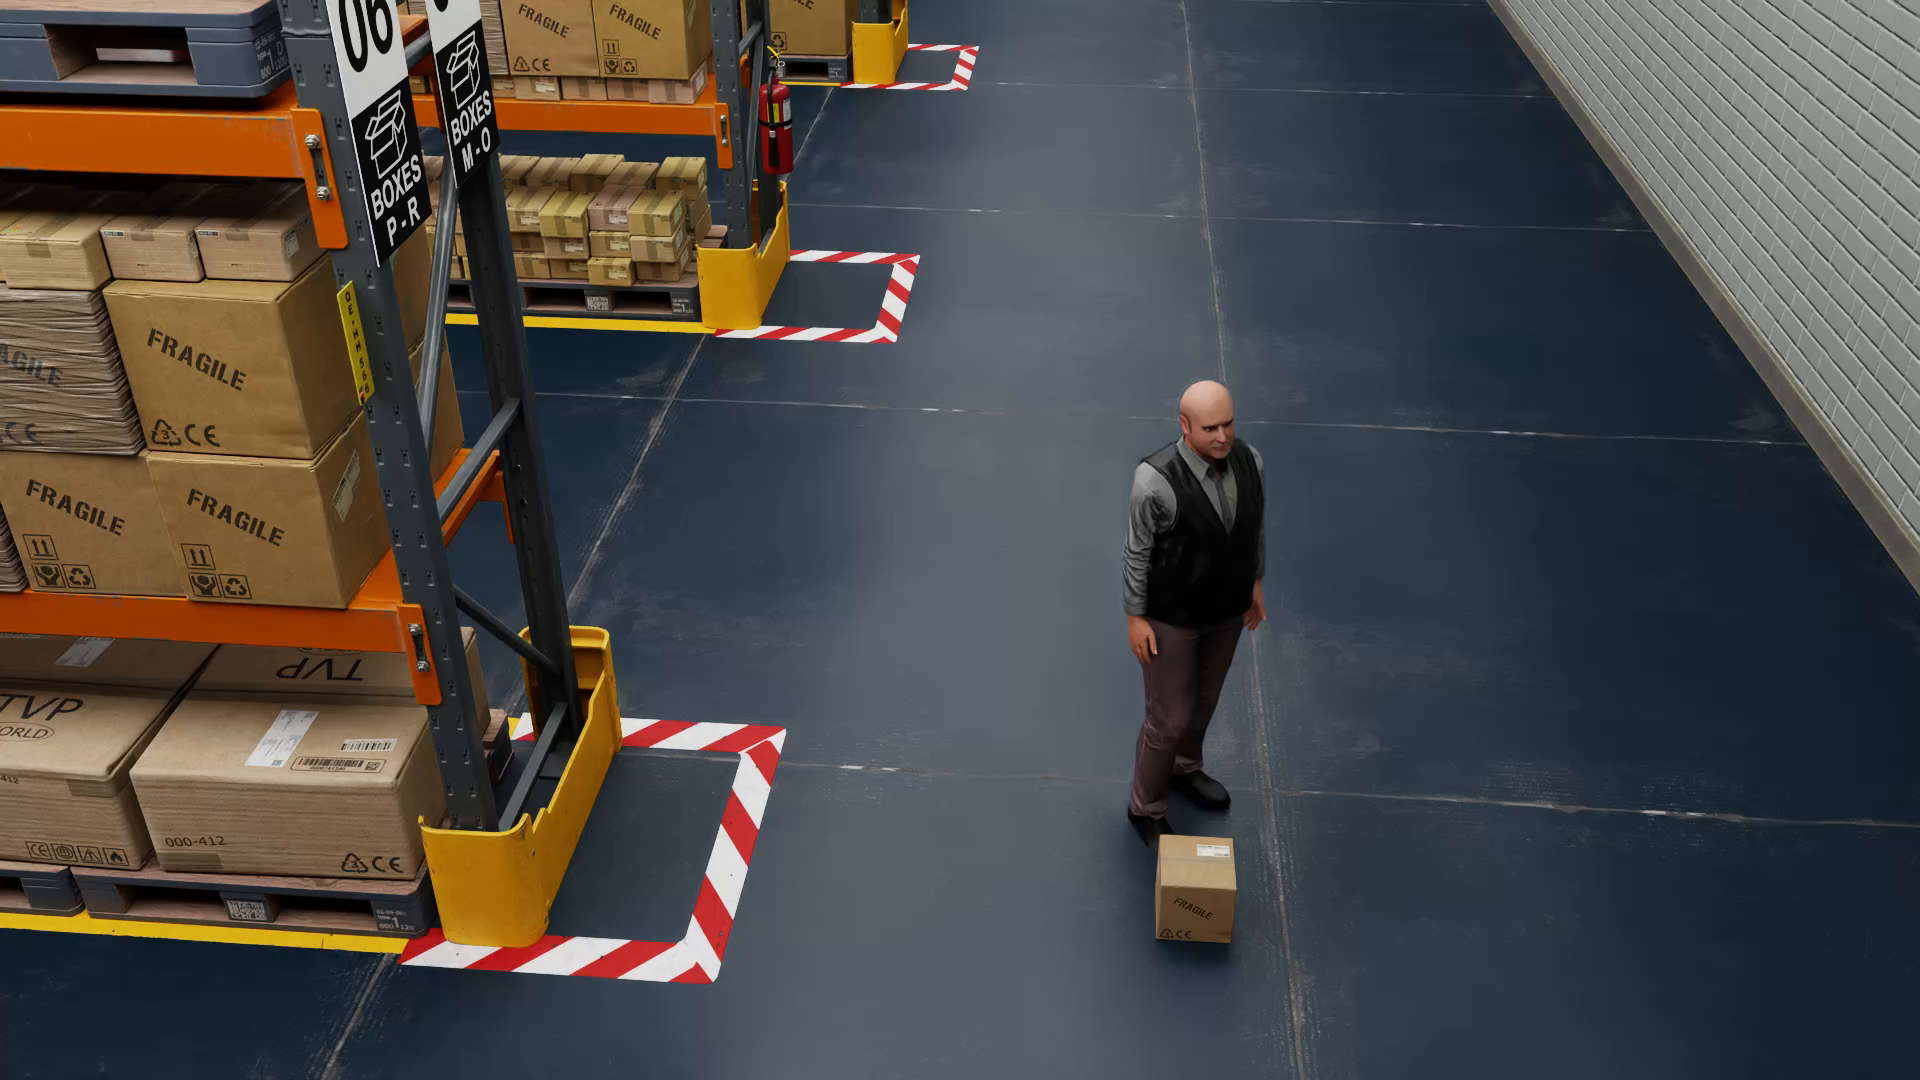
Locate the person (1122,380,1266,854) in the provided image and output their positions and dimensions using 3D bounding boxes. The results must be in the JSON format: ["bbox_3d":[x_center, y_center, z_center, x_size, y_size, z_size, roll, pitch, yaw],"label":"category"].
[{"bbox_3d":[0.837,0.275,5.756,0.572,1.784,0.435,-18,36,-26],"label":"person"}]
